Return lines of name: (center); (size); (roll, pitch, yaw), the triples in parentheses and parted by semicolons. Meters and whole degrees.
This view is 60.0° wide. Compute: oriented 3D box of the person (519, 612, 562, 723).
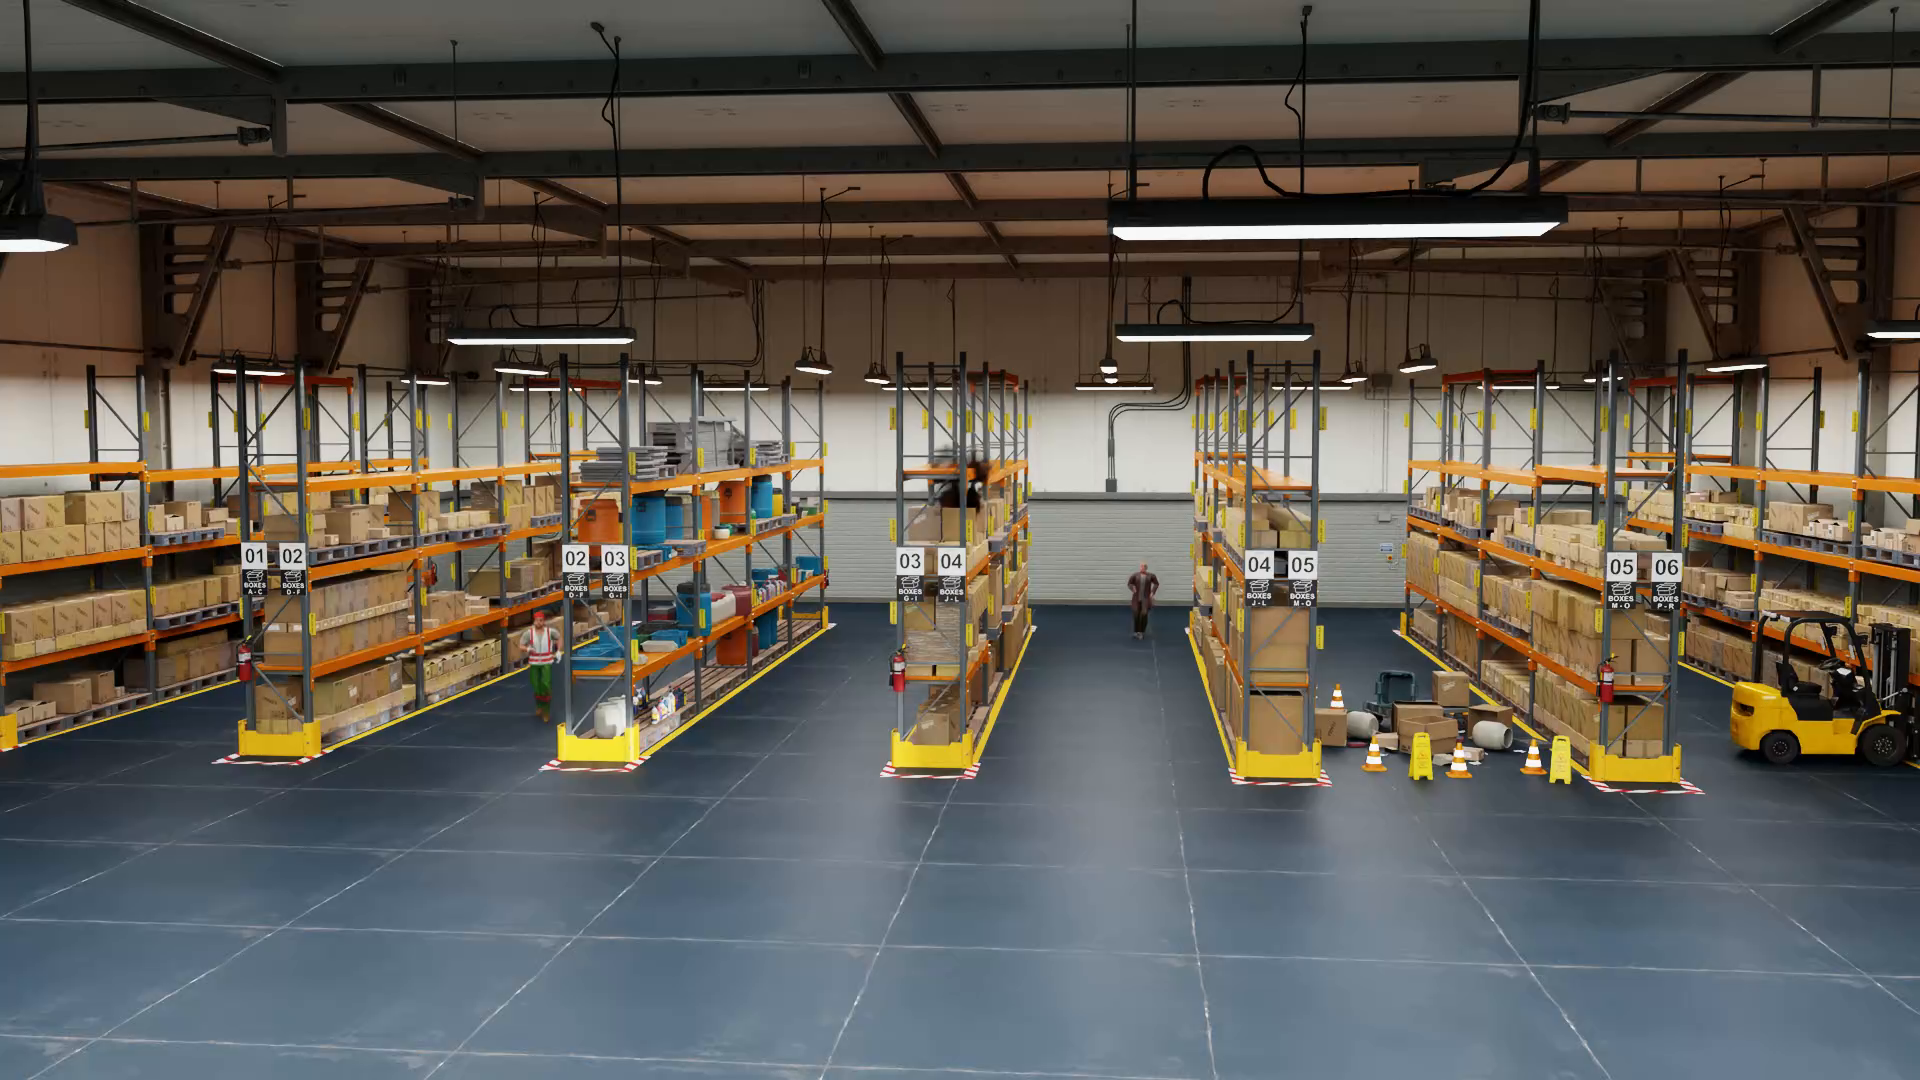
person: (-7.047, 2.121, 27.916); (0.681, 1.853, 0.795); (-1, 4, -8)

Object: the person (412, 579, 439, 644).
person: (-11.252, 1.664, 34.937); (0.678, 1.722, 1.010); (1, 4, 8)

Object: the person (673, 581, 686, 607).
person: (-5.953, 1.672, 35.648); (0.519, 1.567, 0.624); (0, 4, 5)

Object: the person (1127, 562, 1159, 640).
person: (4.200, 1.408, 38.340); (0.712, 1.807, 0.715); (1, 4, 14)
